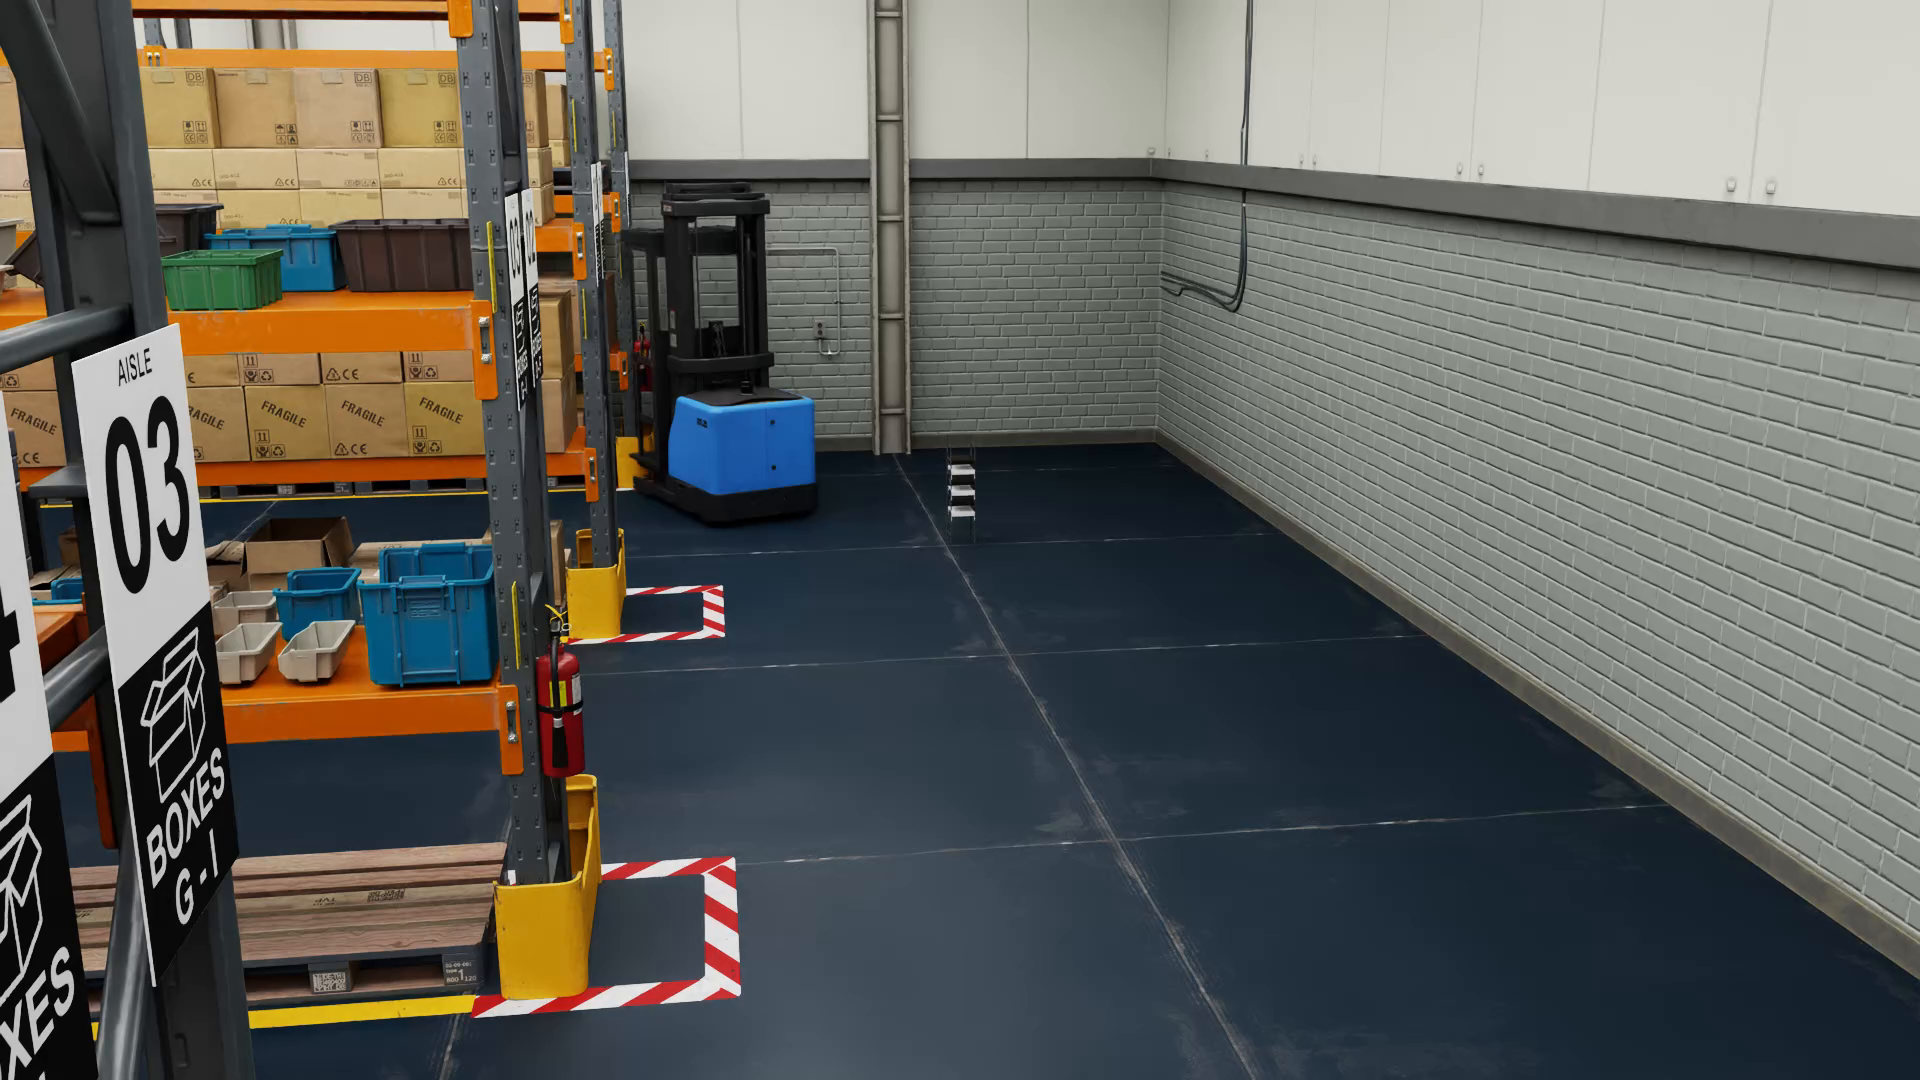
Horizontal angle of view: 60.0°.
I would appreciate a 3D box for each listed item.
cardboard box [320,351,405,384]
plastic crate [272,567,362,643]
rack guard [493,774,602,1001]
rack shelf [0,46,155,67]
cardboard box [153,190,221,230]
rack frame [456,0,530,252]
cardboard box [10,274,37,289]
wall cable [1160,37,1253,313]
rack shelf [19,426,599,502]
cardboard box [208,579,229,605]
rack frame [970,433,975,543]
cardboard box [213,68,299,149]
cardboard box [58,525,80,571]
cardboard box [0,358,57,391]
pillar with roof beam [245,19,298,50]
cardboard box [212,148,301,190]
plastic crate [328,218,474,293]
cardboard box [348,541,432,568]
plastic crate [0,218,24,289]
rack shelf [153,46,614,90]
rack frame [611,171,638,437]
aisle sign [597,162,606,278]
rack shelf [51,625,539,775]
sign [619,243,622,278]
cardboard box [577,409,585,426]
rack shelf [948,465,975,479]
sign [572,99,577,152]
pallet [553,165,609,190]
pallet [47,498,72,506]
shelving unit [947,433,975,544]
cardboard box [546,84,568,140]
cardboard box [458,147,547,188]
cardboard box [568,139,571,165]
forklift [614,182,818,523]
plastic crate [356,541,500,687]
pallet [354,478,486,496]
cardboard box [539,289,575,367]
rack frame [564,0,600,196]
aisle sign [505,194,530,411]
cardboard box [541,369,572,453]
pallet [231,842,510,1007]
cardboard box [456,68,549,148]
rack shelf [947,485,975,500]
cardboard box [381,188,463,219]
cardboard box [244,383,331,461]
[{"bbox_3d":[-3.952,-1.328,11.089,0.500,0.500,0.500,-2,14,-7],"label":"cardboard box"},{"bbox_3d":[-2.751,0.282,7.151,0.300,0.233,0.416,-2,14,-8],"label":"plastic crate"},{"bbox_3d":[-1.785,1.485,7.273,0.348,0.500,1.175,-2,14,-8],"label":"rack guard"},{"bbox_3d":[-9.216,-4.256,14.994,4.000,0.370,1.077,-2,14,-8],"label":"rack shelf"},{"bbox_3d":[-4.989,-2.145,10.752,0.500,0.250,0.500,-2,14,-8],"label":"cardboard box"},{"bbox_3d":[-1.807,-2.633,6.223,0.127,3.000,1.000,-2,14,-8],"label":"rack frame"},{"bbox_3d":[-8.673,-2.415,15.284,0.500,0.250,0.500,-2,14,-7],"label":"cardboard box"},{"bbox_3d":[2.363,-3.629,16.577,0.112,2.526,3.097,-2,14,-8],"label":"wall cable"},{"bbox_3d":[-4.519,-0.494,11.503,4.000,0.370,1.077,-2,14,-8],"label":"rack shelf"},{"bbox_3d":[-5.195,0.394,11.405,0.250,0.166,0.380,-2,14,-8],"label":"cardboard box"},{"bbox_3d":[0.109,-0.440,14.128,0.006,0.900,0.240,-2,14,-8],"label":"rack frame"},{"bbox_3d":[-4.540,-2.844,10.967,0.500,0.500,0.700,-2,14,-8],"label":"cardboard box"},{"bbox_3d":[-5.975,0.140,11.731,0.500,0.500,0.500,-2,14,-8],"label":"cardboard box"},{"bbox_3d":[-5.988,-1.253,10.791,0.500,0.500,0.500,-2,14,-7],"label":"cardboard box"},{"bbox_3d":[-6.033,-4.069,11.949,0.400,9.000,9.100,-2,14,-8],"label":"pillar with roof beam"},{"bbox_3d":[-4.494,-2.405,10.758,0.500,0.250,0.500,-2,14,-8],"label":"cardboard box"},{"bbox_3d":[-2.229,-1.168,6.815,0.590,0.269,0.497,-2,14,-8],"label":"plastic crate"},{"bbox_3d":[-4.110,0.193,12.034,0.500,0.250,0.500,-2,14,-8],"label":"cardboard box"},{"bbox_3d":[-4.044,-1.115,6.578,0.530,0.282,0.437,-2,14,-8],"label":"plastic crate"},{"bbox_3d":[-5.260,-4.401,15.572,4.000,0.370,1.077,-2,14,-8],"label":"rack shelf"},{"bbox_3d":[-3.283,-2.106,16.455,0.127,3.000,1.000,-2,14,-8],"label":"rack frame"},{"bbox_3d":[-2.517,-2.249,11.679,0.004,0.787,0.394,-2,14,-8],"label":"aisle sign"},{"bbox_3d":[-3.784,0.698,6.751,4.000,0.370,1.077,-2,14,-8],"label":"rack shelf"},{"bbox_3d":[-3.216,-2.652,15.763,0.005,0.325,0.100,-2,14,-8],"label":"sign"},{"bbox_3d":[-3.960,-1.048,16.511,0.500,0.500,0.700,-2,14,-8],"label":"cardboard box"},{"bbox_3d":[0.008,-0.579,14.078,0.200,0.077,0.258,-2,14,-8],"label":"rack shelf"},{"bbox_3d":[-2.478,-2.665,10.696,0.005,0.325,0.100,-2,14,-8],"label":"sign"},{"bbox_3d":[-4.015,-3.489,15.983,1.213,0.211,1.003,-2,14,-8],"label":"pallet"},{"bbox_3d":[-7.990,-0.563,16.032,1.213,0.211,1.003,-2,14,-8],"label":"pallet"},{"bbox_3d":[0.008,-0.437,14.114,0.210,0.900,0.258,-2,14,-8],"label":"shelving unit"},{"bbox_3d":[-3.966,-4.012,15.586,0.500,0.500,0.500,-2,14,-8],"label":"cardboard box"},{"bbox_3d":[-3.011,-2.460,10.978,0.500,0.250,0.500,-2,14,-8],"label":"cardboard box"},{"bbox_3d":[-4.041,-3.773,16.175,0.500,0.250,0.500,-1,14,-5],"label":"cardboard box"},{"bbox_3d":[-2.493,-1.883,15.705,1.130,2.935,3.031,-9,16,-31],"label":"forklift"},{"bbox_3d":[-2.110,0.287,6.713,0.499,0.435,0.616,-2,14,-8],"label":"plastic crate"},{"bbox_3d":[-5.265,-0.663,16.430,1.213,0.211,1.003,-2,14,-8],"label":"pallet"},{"bbox_3d":[-3.019,-1.496,11.759,0.500,0.500,0.500,-2,14,-7],"label":"cardboard box"},{"bbox_3d":[-2.541,-3.825,10.974,0.127,3.000,1.000,-2,14,-8],"label":"rack frame"},{"bbox_3d":[-1.692,-0.917,6.366,0.004,0.787,0.394,-2,14,-8],"label":"aisle sign"},{"bbox_3d":[-2.943,-0.882,11.366,0.500,0.500,0.500,-2,14,-7],"label":"cardboard box"},{"bbox_3d":[-2.628,1.650,7.210,1.213,0.211,1.003,-2,14,-8],"label":"pallet"},{"bbox_3d":[-3.047,-2.881,11.116,0.500,0.500,0.700,-2,14,-8],"label":"cardboard box"},{"bbox_3d":[0.008,-0.404,14.122,0.200,0.077,0.258,-2,14,-8],"label":"rack shelf"},{"bbox_3d":[-3.506,-2.200,10.969,0.500,0.250,0.500,-2,14,-8],"label":"cardboard box"},{"bbox_3d":[-4.448,-0.827,11.148,0.500,0.500,0.500,-2,14,-9],"label":"cardboard box"}]
